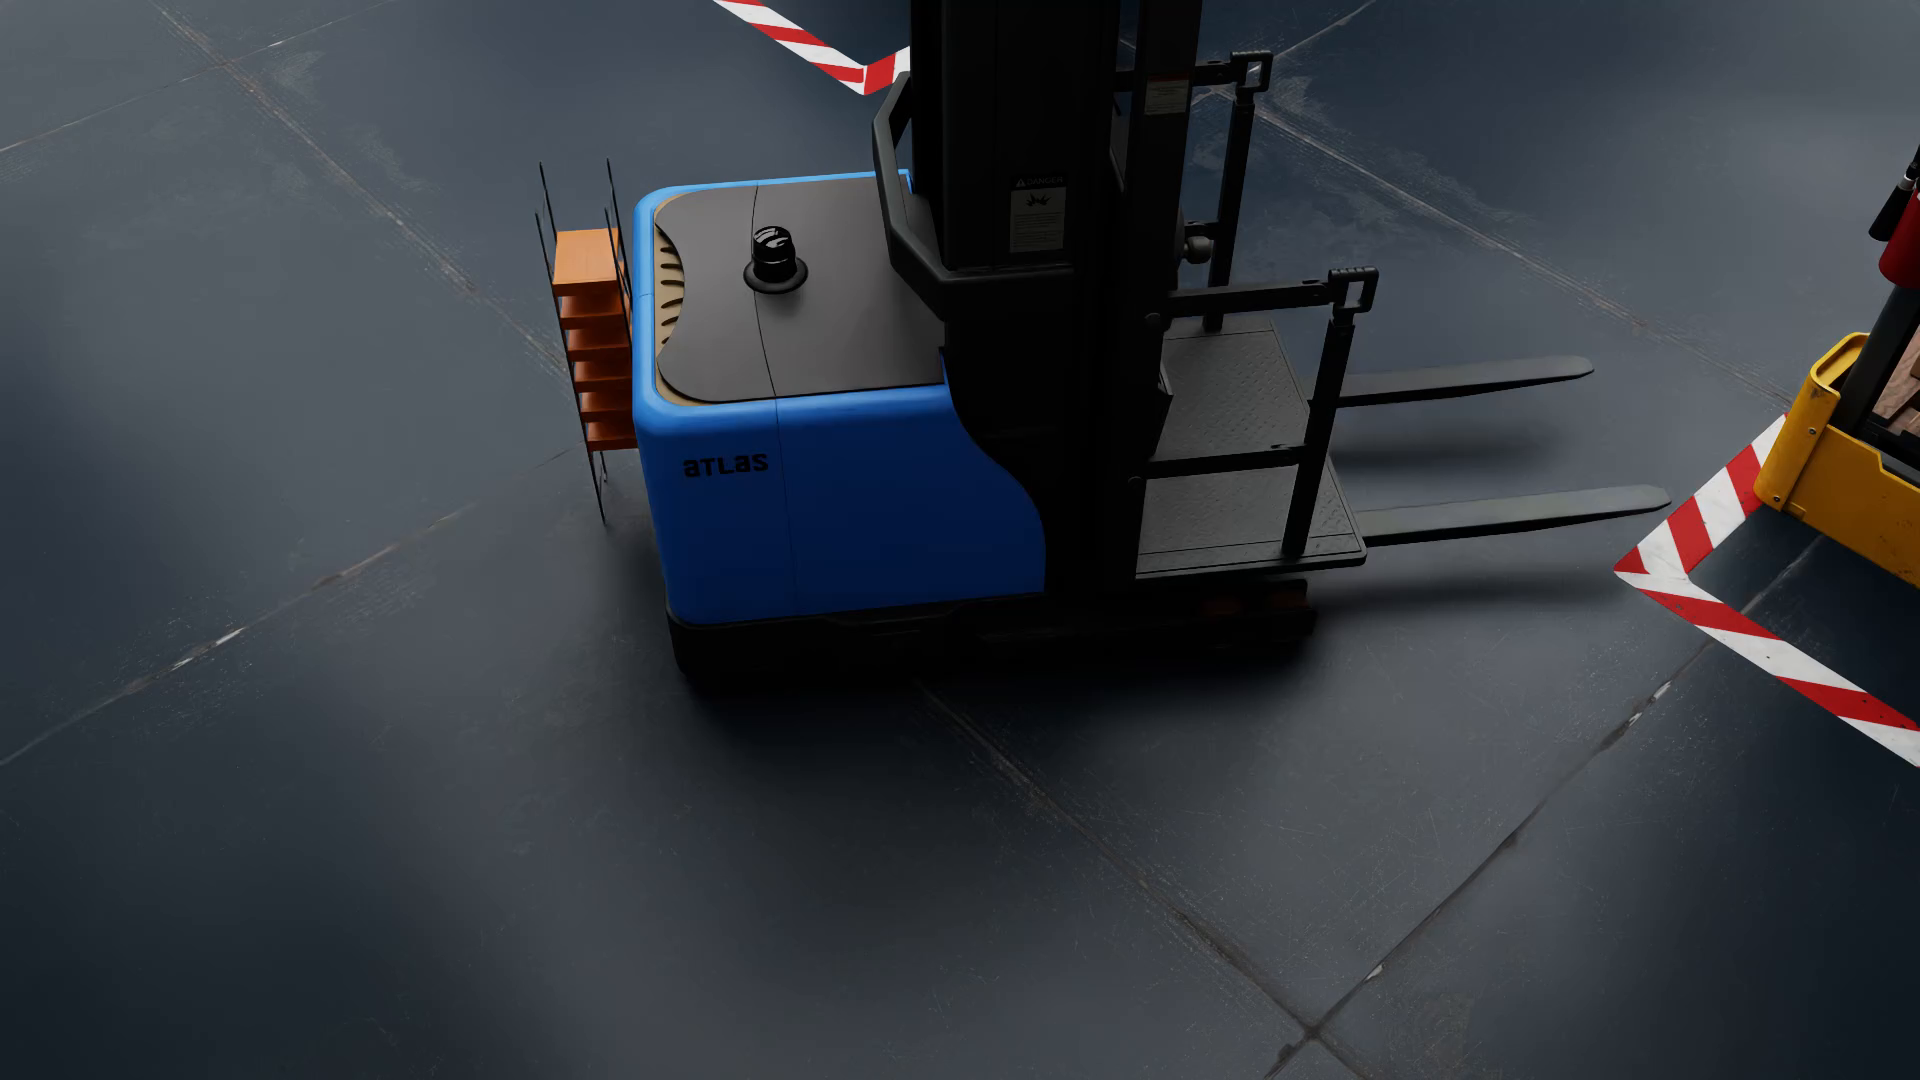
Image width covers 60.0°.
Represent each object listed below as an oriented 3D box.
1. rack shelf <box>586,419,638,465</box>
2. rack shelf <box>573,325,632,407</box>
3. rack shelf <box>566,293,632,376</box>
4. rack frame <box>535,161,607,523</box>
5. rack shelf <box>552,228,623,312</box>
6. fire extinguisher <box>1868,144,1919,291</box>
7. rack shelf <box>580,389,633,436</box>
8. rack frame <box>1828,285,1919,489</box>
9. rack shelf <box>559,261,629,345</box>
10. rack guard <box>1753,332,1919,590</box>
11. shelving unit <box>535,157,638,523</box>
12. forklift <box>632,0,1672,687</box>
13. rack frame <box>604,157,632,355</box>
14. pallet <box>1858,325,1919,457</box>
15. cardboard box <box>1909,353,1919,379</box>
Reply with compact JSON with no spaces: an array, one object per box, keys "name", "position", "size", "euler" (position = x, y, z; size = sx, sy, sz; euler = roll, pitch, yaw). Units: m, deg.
[{"name":"rack shelf","position":[-1.056,-0.364,5.155],"size":[0.180,0.103,0.258],"euler":[-5,47,-5]},{"name":"rack shelf","position":[-1.055,-0.527,4.979],"size":[0.180,0.103,0.258],"euler":[-5,47,-5]},{"name":"rack shelf","position":[-1.054,-0.608,4.891],"size":[0.180,0.103,0.258],"euler":[-5,47,-5]},{"name":"rack frame","position":[-1.145,-0.549,4.939],"size":[0.006,1.200,0.240],"euler":[-5,47,-5]},{"name":"rack shelf","position":[-1.052,-0.771,4.715],"size":[0.180,0.103,0.258],"euler":[-5,47,-5]},{"name":"fire extinguisher","position":[2.663,-0.977,4.417],"size":[0.183,0.674,0.296],"euler":[-34,56,-27]},{"name":"rack shelf","position":[-1.056,-0.445,5.067],"size":[0.180,0.103,0.258],"euler":[-5,47,-5]},{"name":"rack frame","position":[3.085,-0.954,4.089],"size":[0.127,3.000,1.000],"euler":[-34,56,-27]},{"name":"rack shelf","position":[-1.053,-0.689,4.803],"size":[0.180,0.103,0.258],"euler":[-5,47,-5]},{"name":"rack guard","position":[3.068,-0.094,4.997],"size":[0.348,0.500,1.175],"euler":[-34,56,-27]},{"name":"shelving unit","position":[-1.054,-0.557,4.946],"size":[0.189,1.200,0.258],"euler":[-5,47,-5]},{"name":"forklift","position":[0.620,-1.054,4.228],"size":[3.031,2.935,1.130],"euler":[-6,48,-5]},{"name":"rack frame","position":[-0.964,-0.564,4.954],"size":[0.006,1.200,0.240],"euler":[-5,47,-5]},{"name":"pallet","position":[3.624,-0.446,5.518],"size":[1.213,0.211,1.003],"euler":[-34,56,-27]},{"name":"cardboard box","position":[3.536,-0.649,5.223],"size":[0.500,0.500,0.700],"euler":[-34,56,-27]}]
